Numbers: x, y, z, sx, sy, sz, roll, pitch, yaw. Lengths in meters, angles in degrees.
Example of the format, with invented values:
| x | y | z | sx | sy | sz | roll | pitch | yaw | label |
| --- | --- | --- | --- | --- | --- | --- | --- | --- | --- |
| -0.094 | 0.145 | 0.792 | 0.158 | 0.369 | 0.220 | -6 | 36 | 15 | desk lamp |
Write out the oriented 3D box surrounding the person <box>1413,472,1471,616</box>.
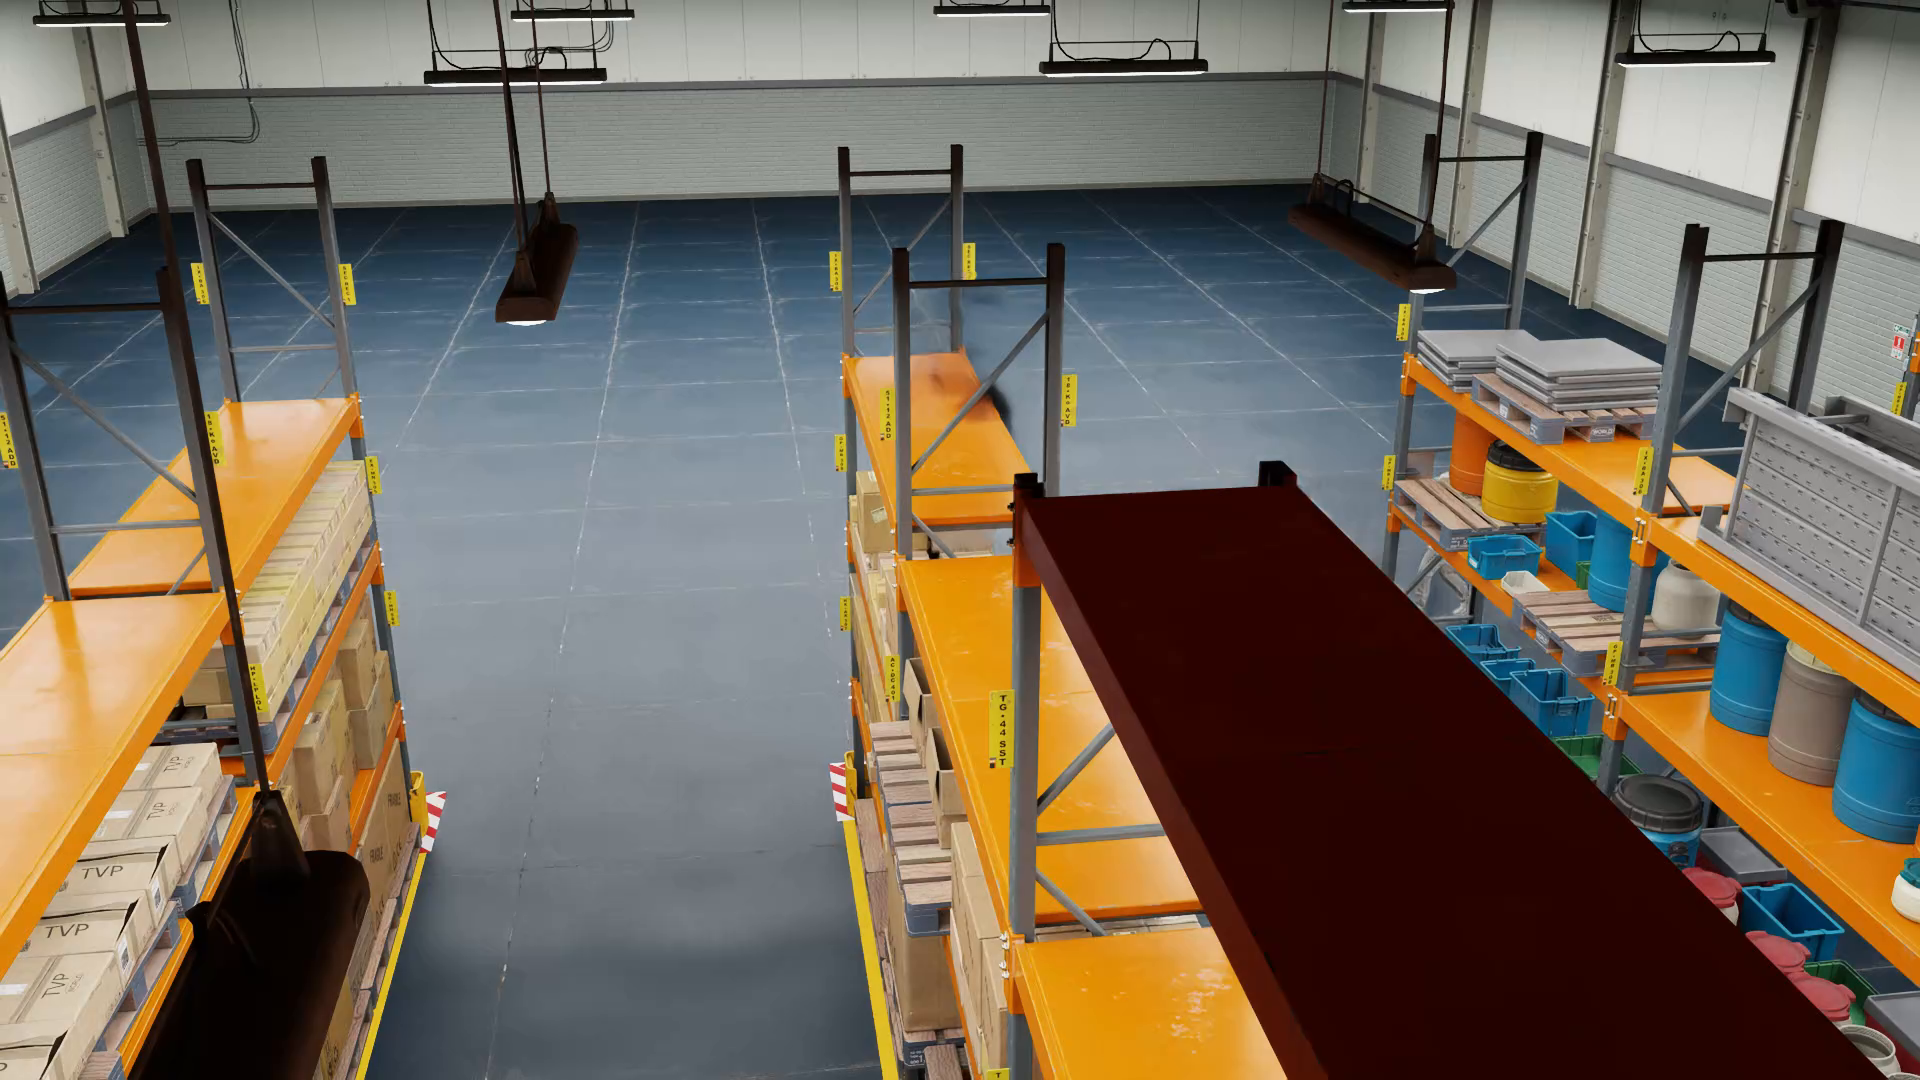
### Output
| x | y | z | sx | sy | sz | roll | pitch | yaw | label |
| --- | --- | --- | --- | --- | --- | --- | --- | --- | --- |
| 5.504 | 0.088 | 18.941 | 0.906 | 1.816 | 0.684 | 6 | 22 | 14 | person |
